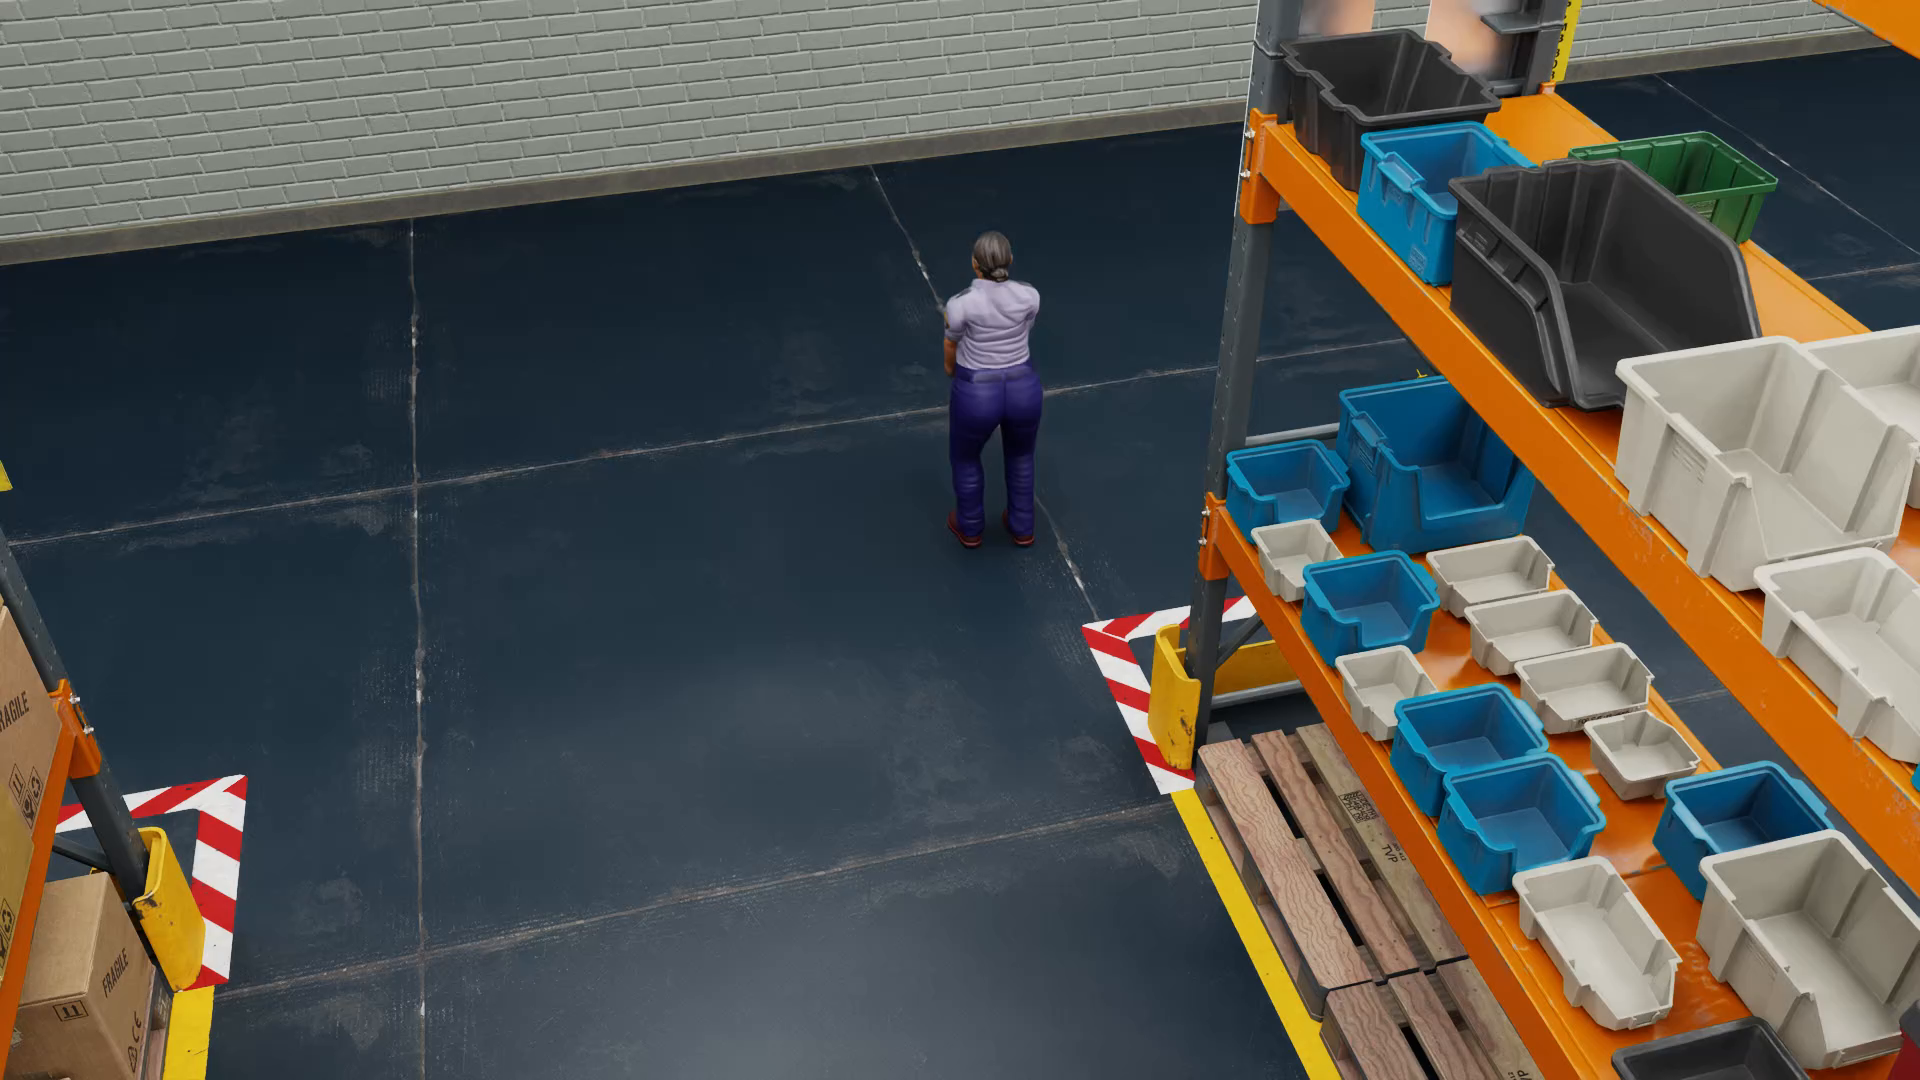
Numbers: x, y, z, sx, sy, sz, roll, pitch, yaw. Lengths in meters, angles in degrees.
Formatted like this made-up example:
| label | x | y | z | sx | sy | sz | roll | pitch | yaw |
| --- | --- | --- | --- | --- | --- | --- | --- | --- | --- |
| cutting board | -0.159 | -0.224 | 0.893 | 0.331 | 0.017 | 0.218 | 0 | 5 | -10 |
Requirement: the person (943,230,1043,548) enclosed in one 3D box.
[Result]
| label | x | y | z | sx | sy | sz | roll | pitch | yaw |
| --- | --- | --- | --- | --- | --- | --- | --- | --- | --- |
| person | 0.127 | -0.697 | 7.615 | 0.435 | 1.643 | 0.535 | -10 | 40 | -12 |
